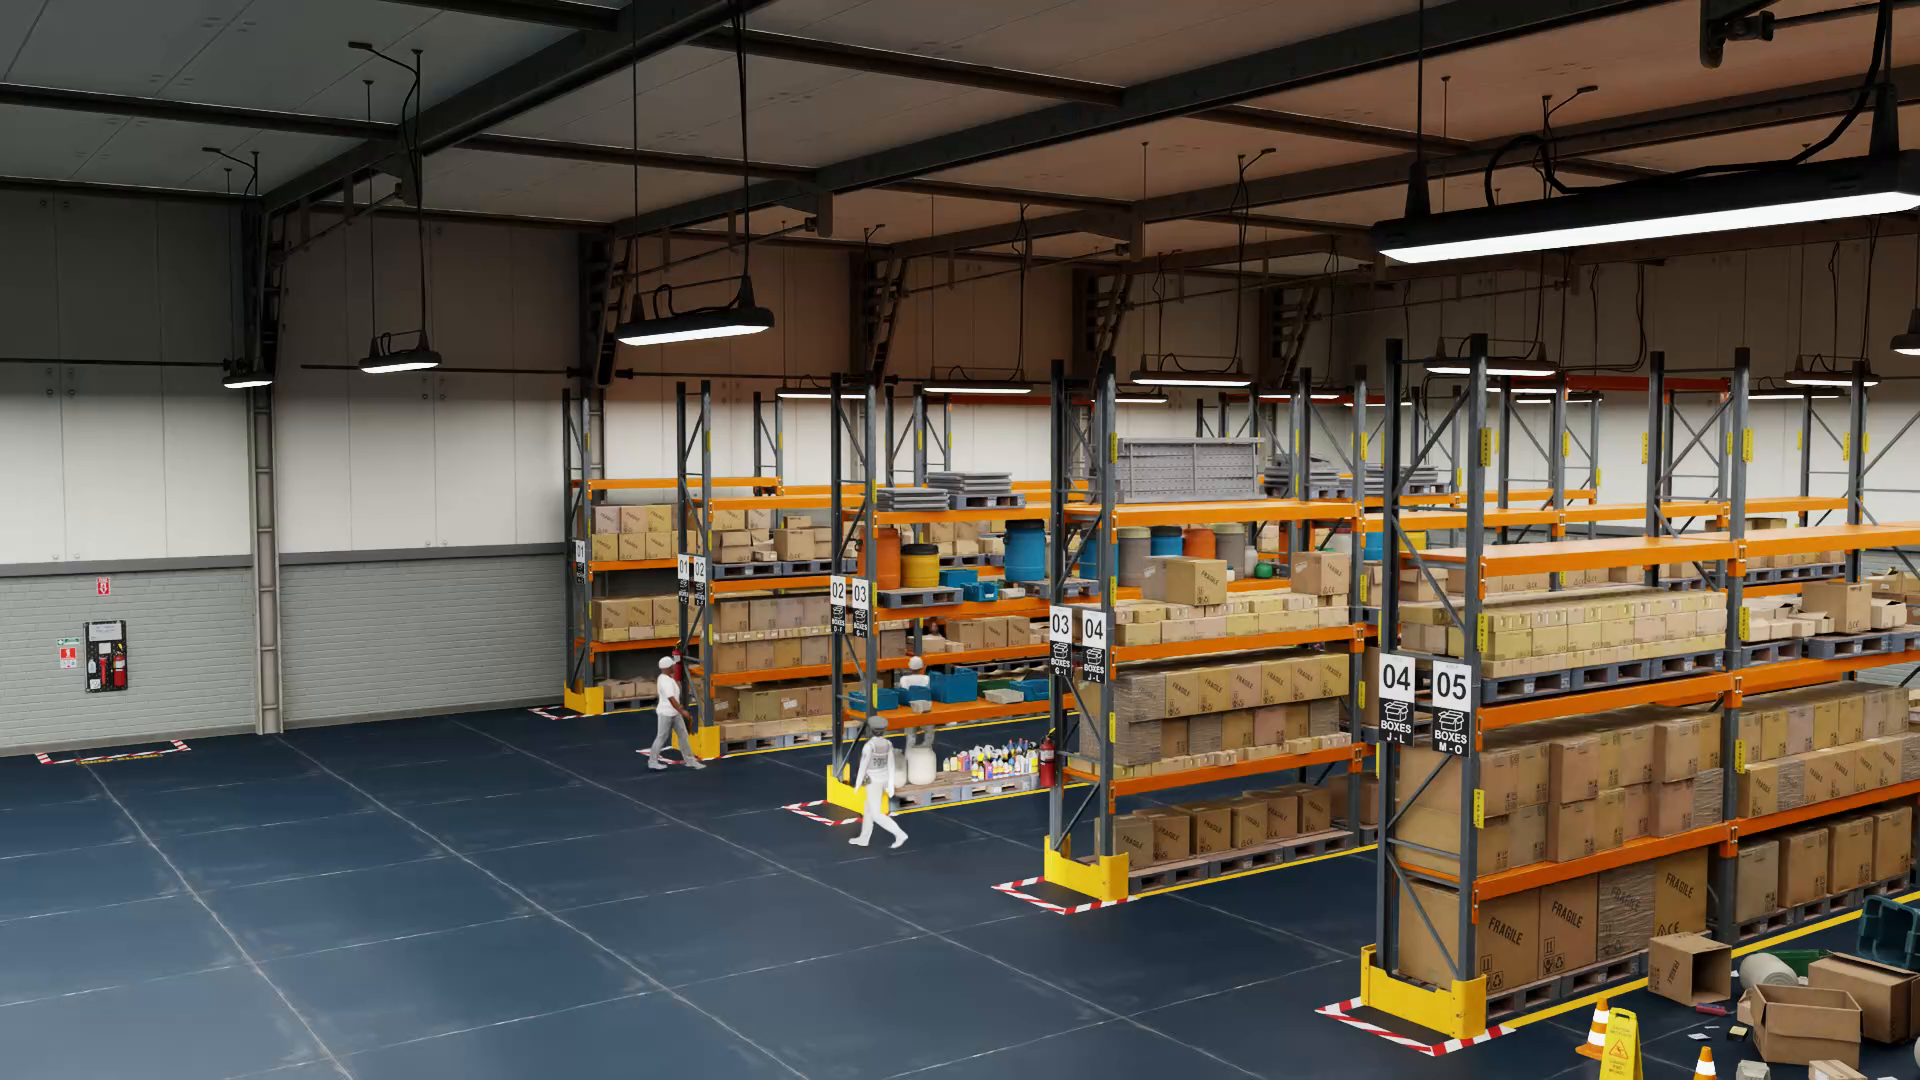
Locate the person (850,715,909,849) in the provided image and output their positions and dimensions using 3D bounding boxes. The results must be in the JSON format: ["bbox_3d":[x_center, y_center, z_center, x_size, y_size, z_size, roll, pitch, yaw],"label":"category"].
[{"bbox_3d":[-1.012,3.006,20.569,0.846,1.671,0.432,1,4,14],"label":"person"}]

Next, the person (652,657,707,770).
[{"bbox_3d":[-4.349,2.655,25.415,0.814,1.732,0.565,1,4,15],"label":"person"}]

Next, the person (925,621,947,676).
[{"bbox_3d":[-0.487,2.349,31.583,0.494,1.583,0.444,-2,4,-27],"label":"person"}]

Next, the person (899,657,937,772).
[{"bbox_3d":[-0.656,2.683,25.265,0.591,1.835,0.482,0,4,5],"label":"person"}]
